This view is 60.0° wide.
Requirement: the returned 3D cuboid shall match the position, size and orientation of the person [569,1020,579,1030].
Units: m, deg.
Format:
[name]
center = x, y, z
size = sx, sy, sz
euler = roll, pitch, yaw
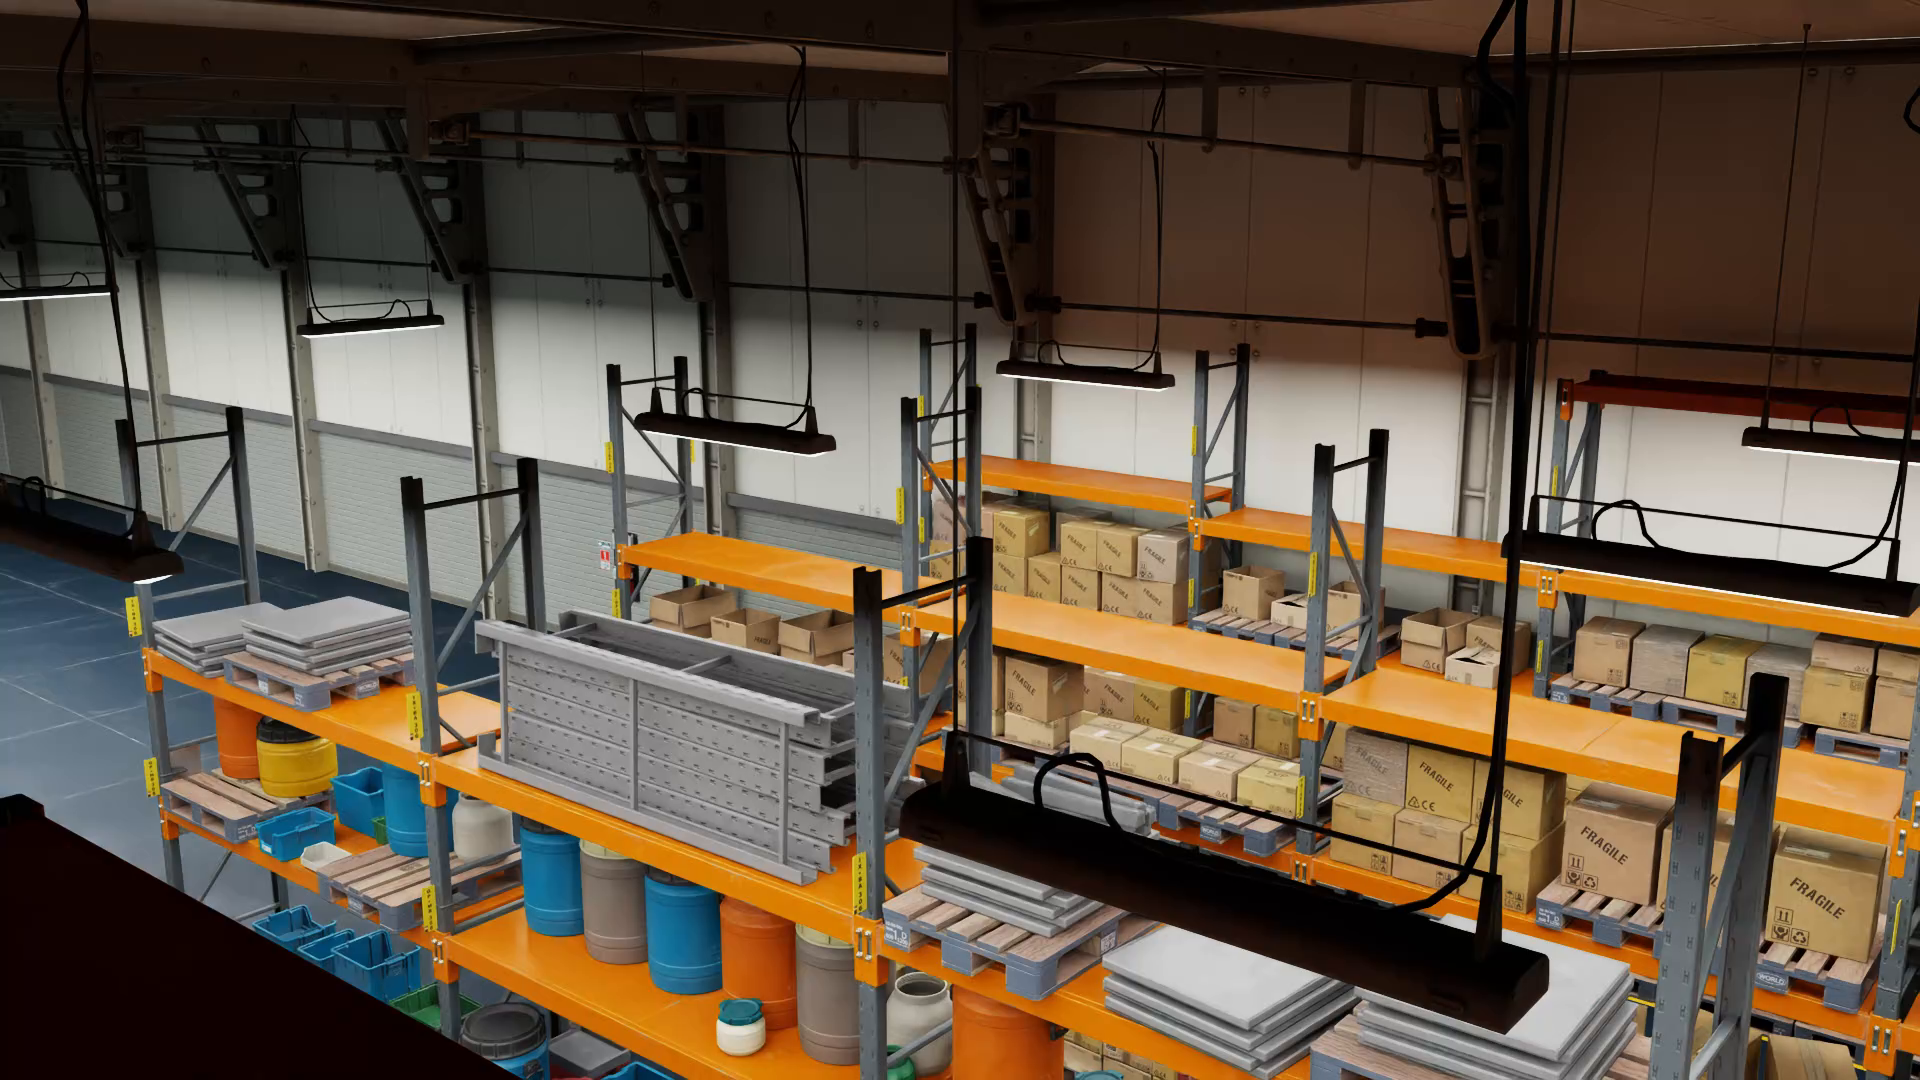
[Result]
[person]
center = -3.285, 4.038, 14.561
size = 0.695, 1.688, 0.615
euler = -12, 17, -42
